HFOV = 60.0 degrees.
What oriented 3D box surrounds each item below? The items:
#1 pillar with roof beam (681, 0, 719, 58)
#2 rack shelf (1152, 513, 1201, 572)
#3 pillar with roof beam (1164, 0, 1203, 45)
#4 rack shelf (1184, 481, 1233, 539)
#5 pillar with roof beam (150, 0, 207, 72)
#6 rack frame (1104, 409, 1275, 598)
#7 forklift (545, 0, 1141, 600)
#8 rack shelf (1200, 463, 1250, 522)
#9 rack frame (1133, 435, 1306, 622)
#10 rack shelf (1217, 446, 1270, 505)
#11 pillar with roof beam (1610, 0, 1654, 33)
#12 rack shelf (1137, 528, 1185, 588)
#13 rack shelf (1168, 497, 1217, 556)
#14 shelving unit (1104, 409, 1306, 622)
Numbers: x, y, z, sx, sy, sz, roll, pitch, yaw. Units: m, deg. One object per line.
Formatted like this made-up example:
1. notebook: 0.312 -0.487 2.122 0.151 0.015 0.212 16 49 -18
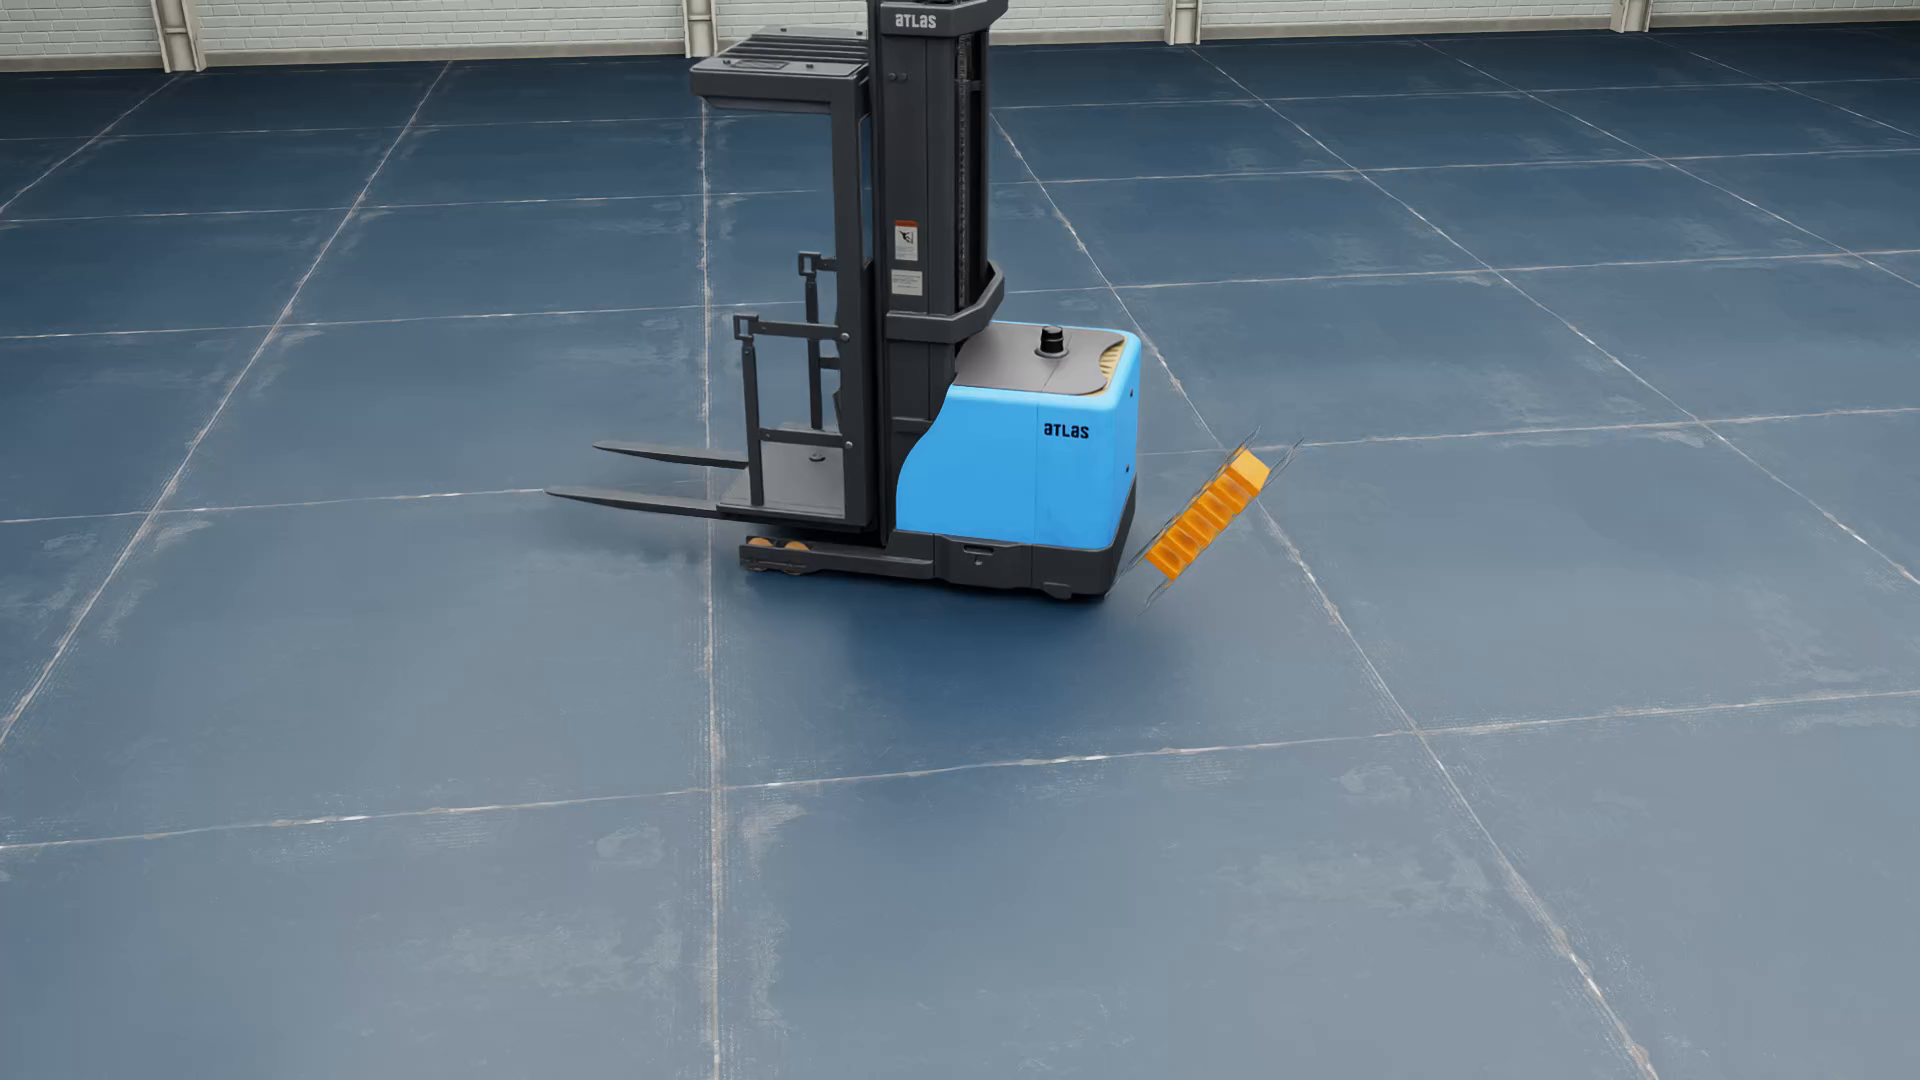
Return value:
1. pillar with roof beam: -2.541 -7.966 14.418 0.400 9.000 9.100 -4 27 -7
2. rack shelf: 1.037 0.007 7.833 0.180 0.103 0.258 40 34 0
3. pillar with roof beam: 3.401 -8.348 15.161 0.400 9.000 9.100 -4 27 -7
4. rack shelf: 1.166 -0.146 7.700 0.180 0.103 0.258 40 34 0
5. pillar with roof beam: -8.482 -7.584 13.674 0.400 9.000 9.100 -4 27 -7
6. rack frame: 1.055 -0.157 7.741 0.006 1.200 0.240 40 34 0
7. forklift: -0.640 -1.353 8.176 3.031 2.935 1.130 6 28 12
8. rack shelf: 1.230 -0.223 7.634 0.180 0.103 0.258 40 34 0
9. rack frame: 1.196 -0.039 7.742 0.006 1.200 0.240 40 34 0
10. rack shelf: 1.295 -0.299 7.567 0.180 0.103 0.258 40 34 0
11. pillar with roof beam: 9.342 -8.729 15.905 0.400 9.000 9.100 -4 27 -7
12. rack shelf: 0.973 0.083 7.899 0.180 0.103 0.258 40 34 0
13. rack shelf: 1.102 -0.070 7.766 0.180 0.103 0.258 40 34 0
14. shelving unit: 1.125 -0.098 7.742 0.189 1.200 0.258 40 34 0
